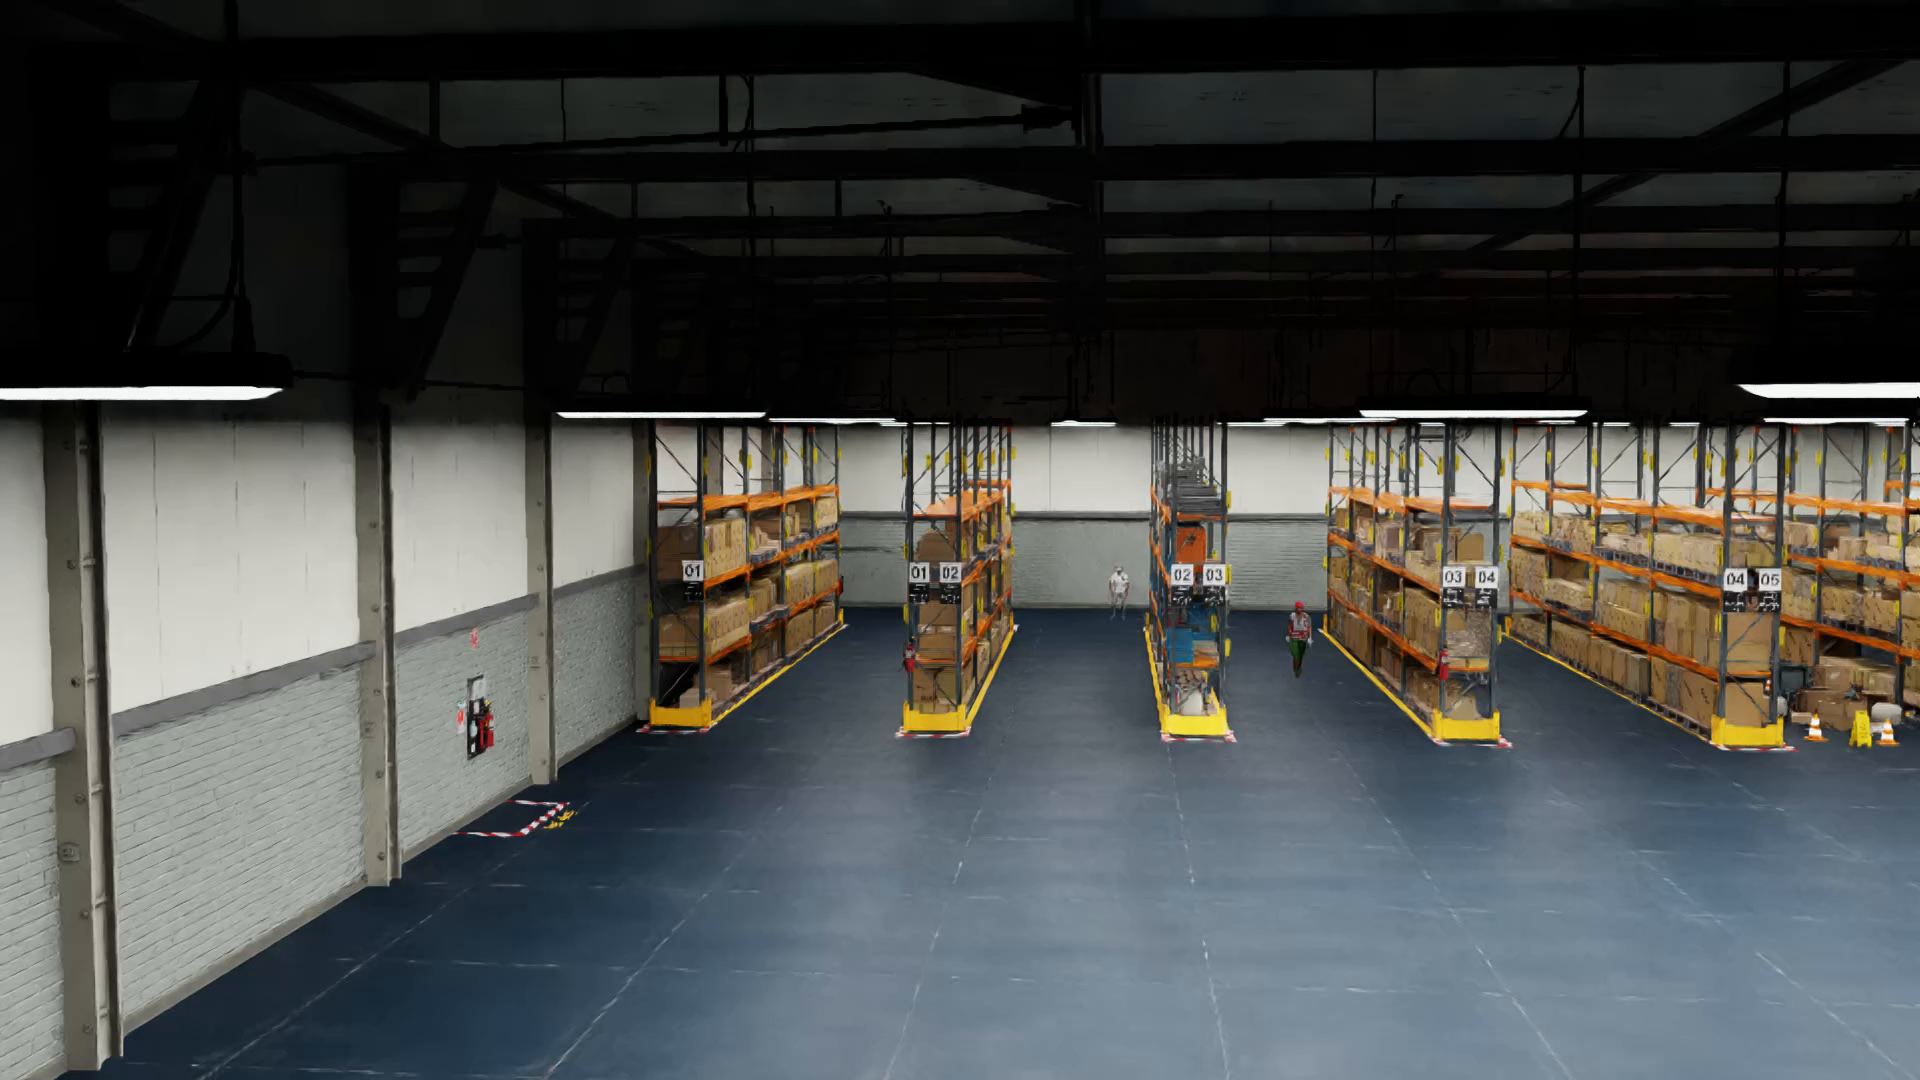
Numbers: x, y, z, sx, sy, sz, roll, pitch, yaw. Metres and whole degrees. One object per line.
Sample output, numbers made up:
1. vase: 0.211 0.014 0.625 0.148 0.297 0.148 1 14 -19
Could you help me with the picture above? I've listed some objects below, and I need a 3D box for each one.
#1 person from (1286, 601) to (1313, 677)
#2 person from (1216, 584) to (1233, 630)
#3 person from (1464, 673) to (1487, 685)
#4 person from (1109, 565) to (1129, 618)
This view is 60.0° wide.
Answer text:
1. person: 7.847 2.269 38.430 0.564 1.736 1.045 0 4 4
2. person: 7.473 1.656 47.078 0.427 1.777 0.615 2 4 26
3. person: 11.496 2.363 37.224 0.577 1.691 1.121 0 4 7
4. person: 4.779 1.551 50.045 0.575 1.629 0.526 0 4 4
